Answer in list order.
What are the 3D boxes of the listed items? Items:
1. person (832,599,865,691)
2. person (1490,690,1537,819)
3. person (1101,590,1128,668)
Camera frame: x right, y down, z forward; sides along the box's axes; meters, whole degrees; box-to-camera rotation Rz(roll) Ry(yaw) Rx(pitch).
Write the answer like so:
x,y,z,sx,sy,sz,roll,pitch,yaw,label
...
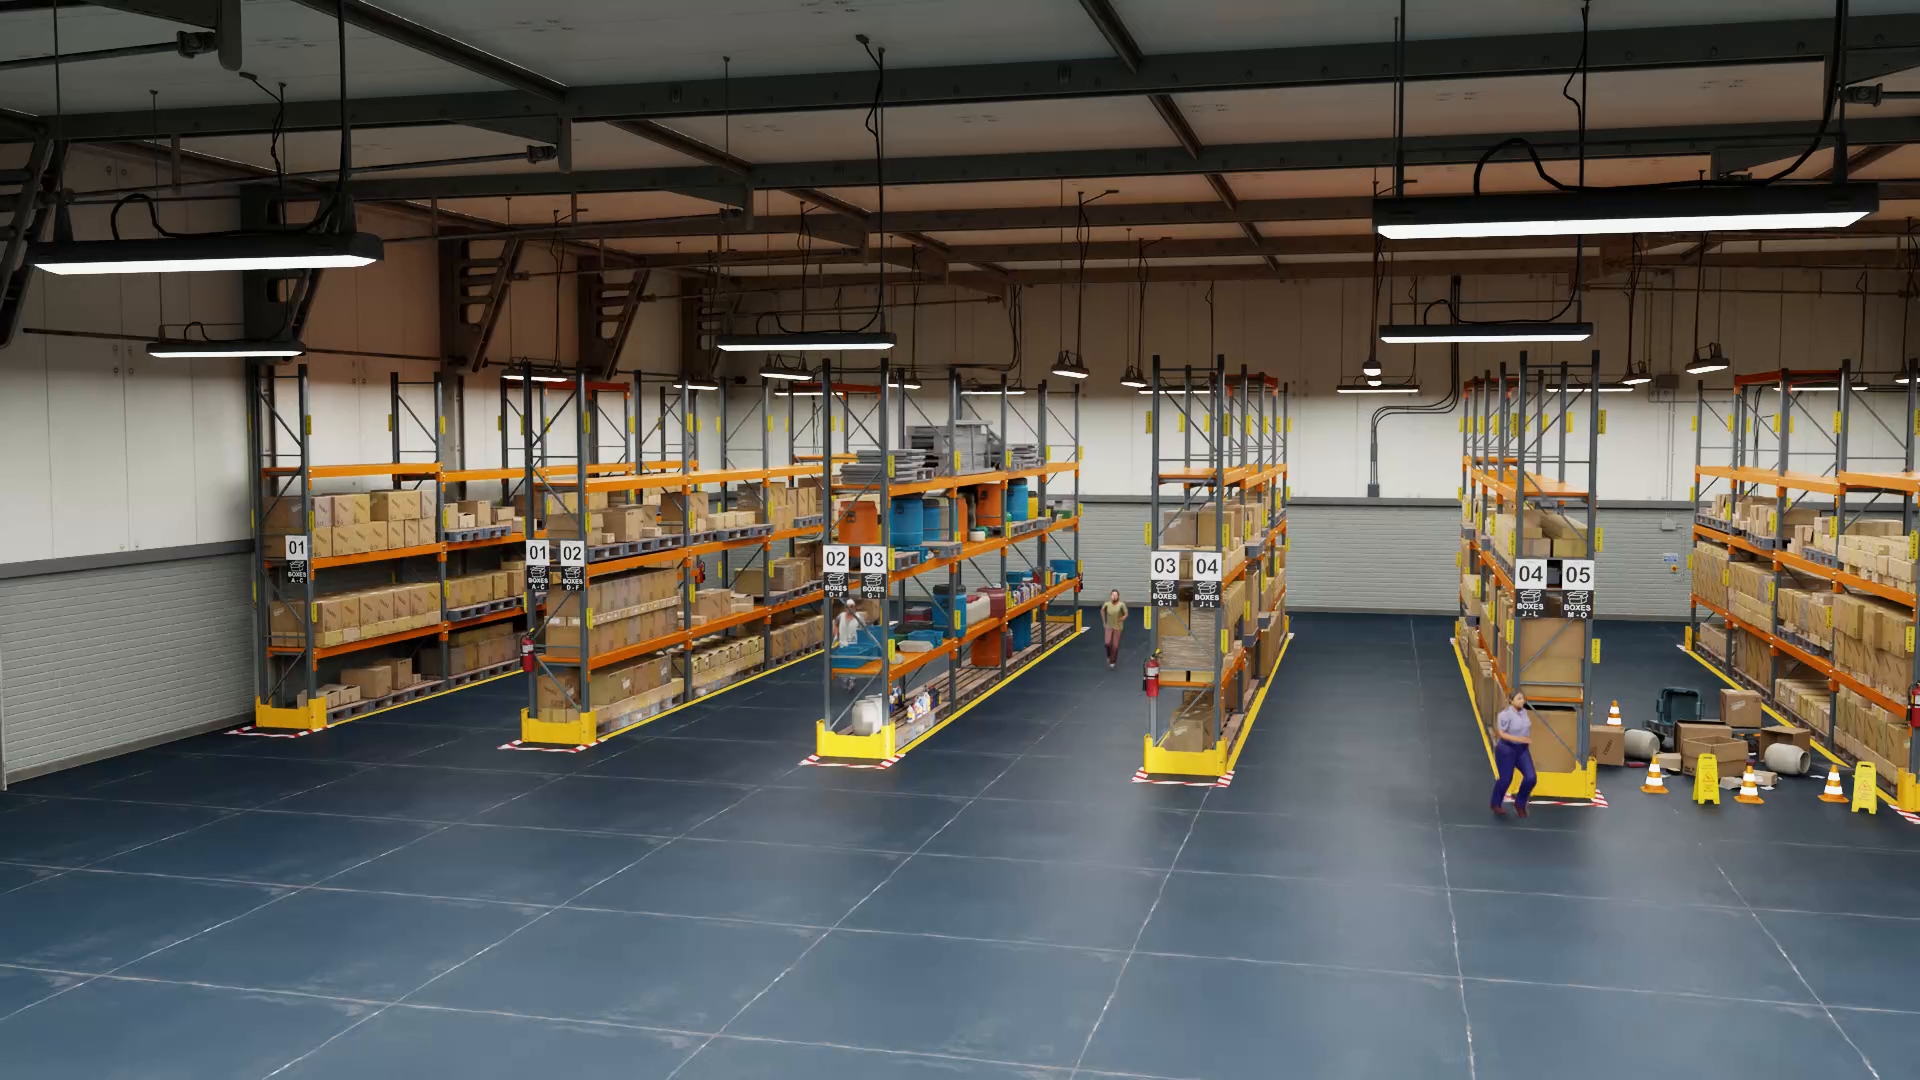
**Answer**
x,y,z,sx,sy,sz,roll,pitch,yaw,label
-2.088,1.966,31.076,0.654,1.739,0.739,0,4,5,person
7.071,2.762,21.174,0.617,1.688,0.707,-2,4,-24,person
3.168,1.826,34.159,0.581,1.628,0.579,1,4,10,person
